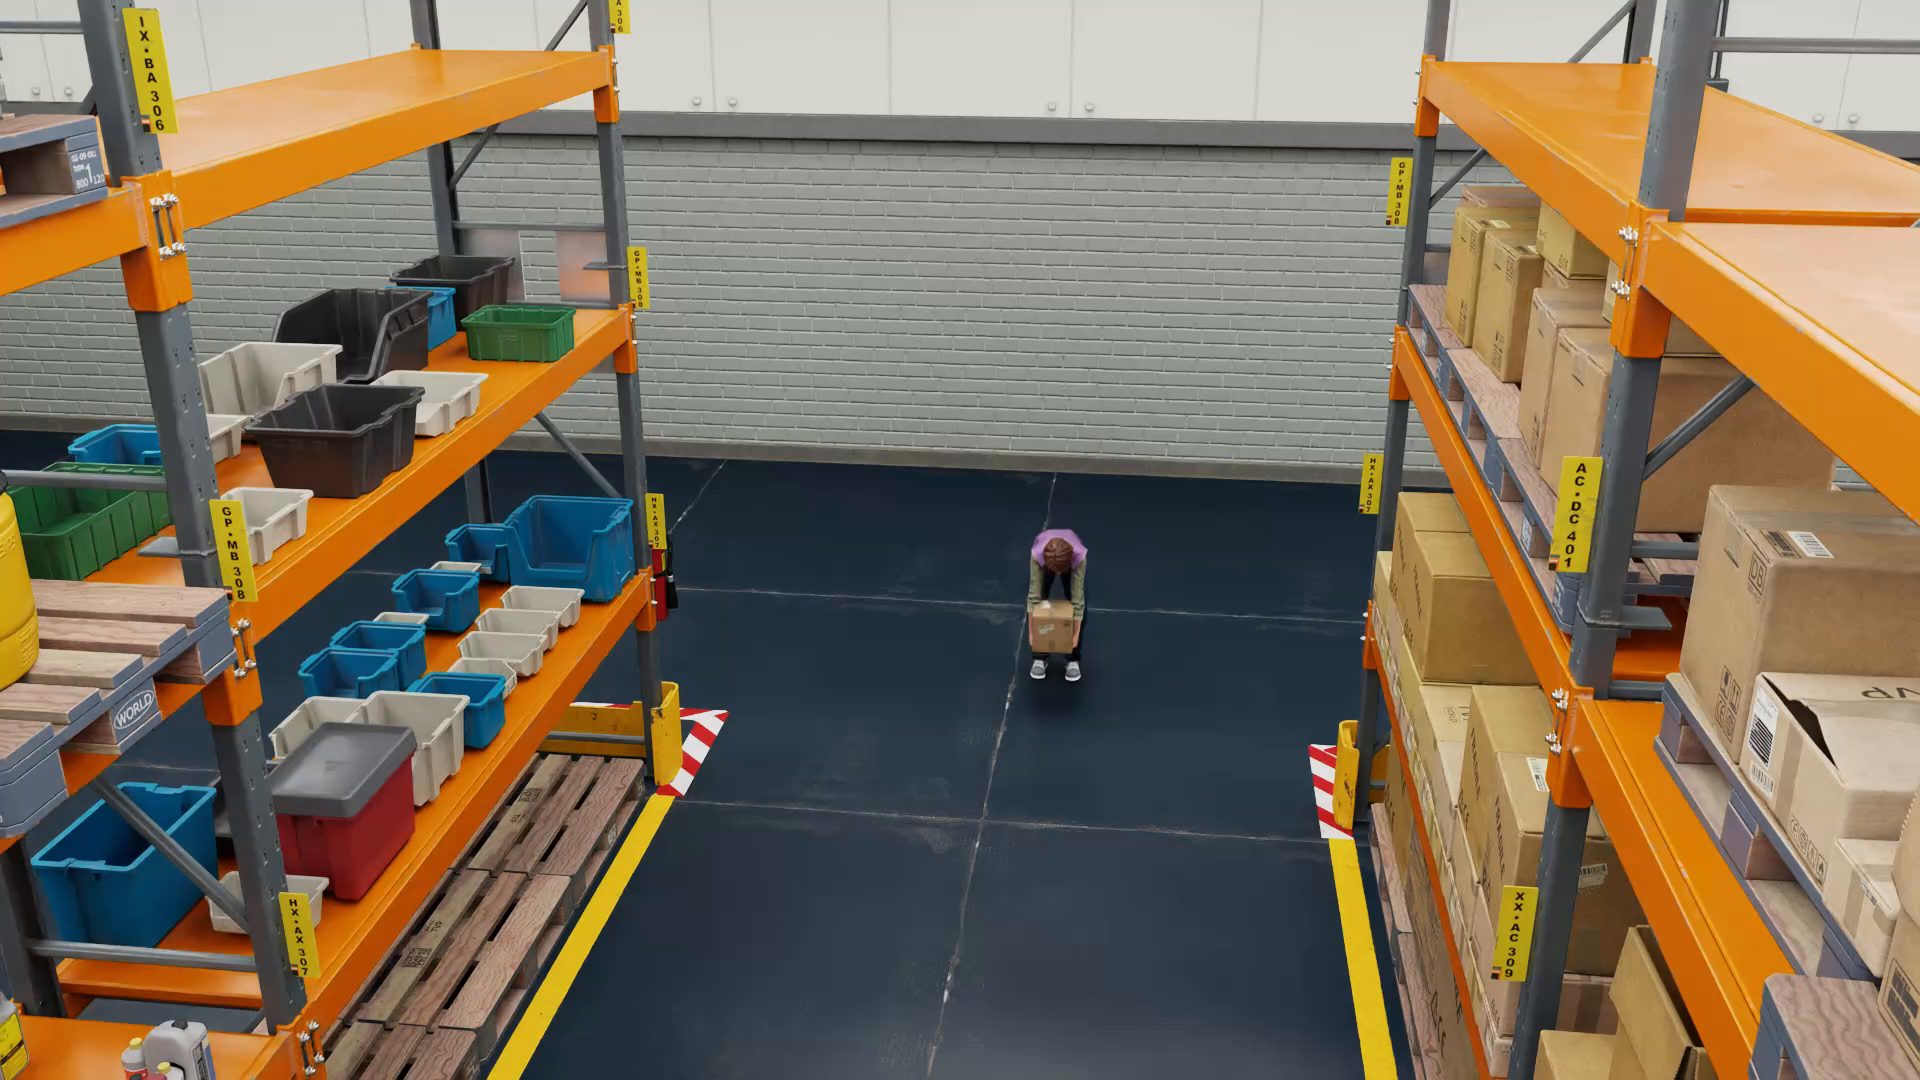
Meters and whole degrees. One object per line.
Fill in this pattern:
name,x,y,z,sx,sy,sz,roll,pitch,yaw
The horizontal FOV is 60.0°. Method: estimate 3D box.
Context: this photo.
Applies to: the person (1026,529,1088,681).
person,0.617,0.418,10.657,0.398,1.144,0.837,2,22,5
